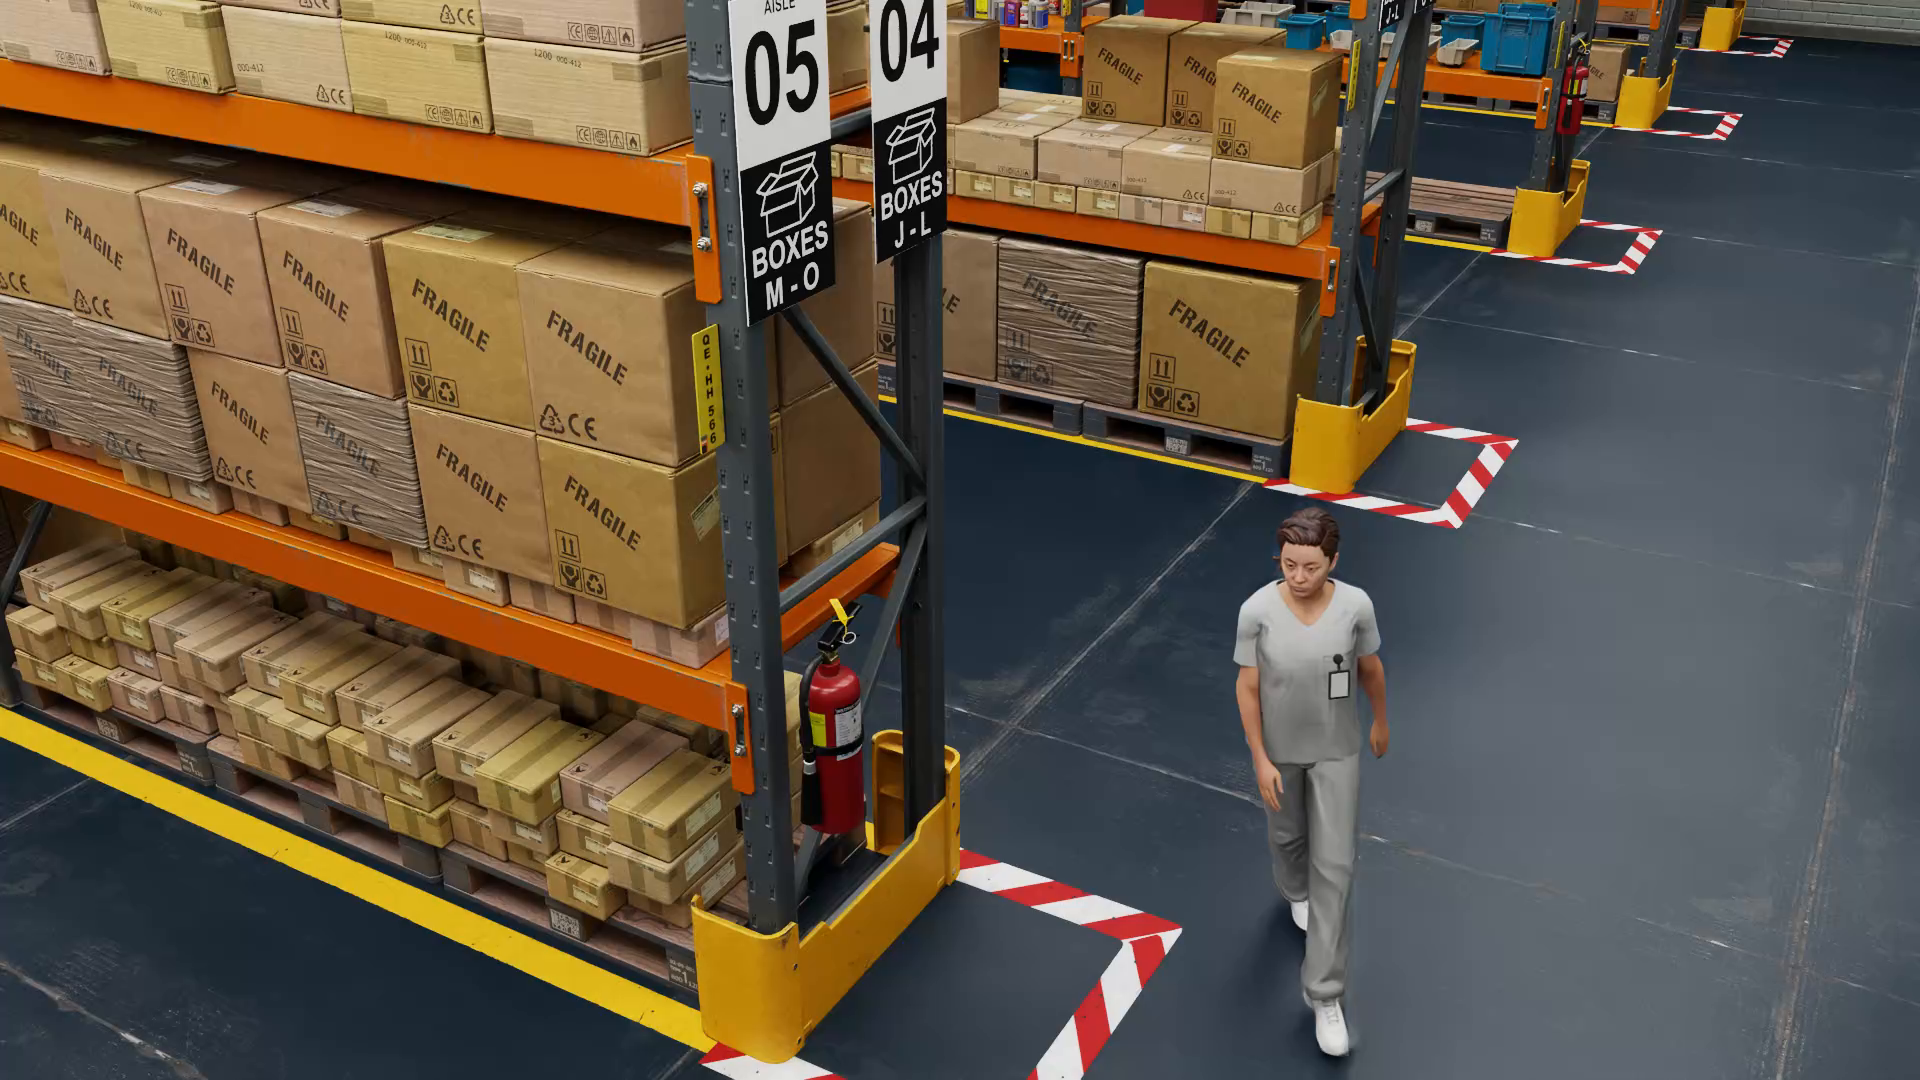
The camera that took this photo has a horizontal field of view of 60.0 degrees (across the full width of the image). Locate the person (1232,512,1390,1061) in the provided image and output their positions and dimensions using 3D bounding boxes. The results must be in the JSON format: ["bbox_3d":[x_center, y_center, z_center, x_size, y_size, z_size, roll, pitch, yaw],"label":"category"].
[{"bbox_3d":[1.093,0.705,5.185,0.533,1.625,0.913,4,27,8],"label":"person"}]
